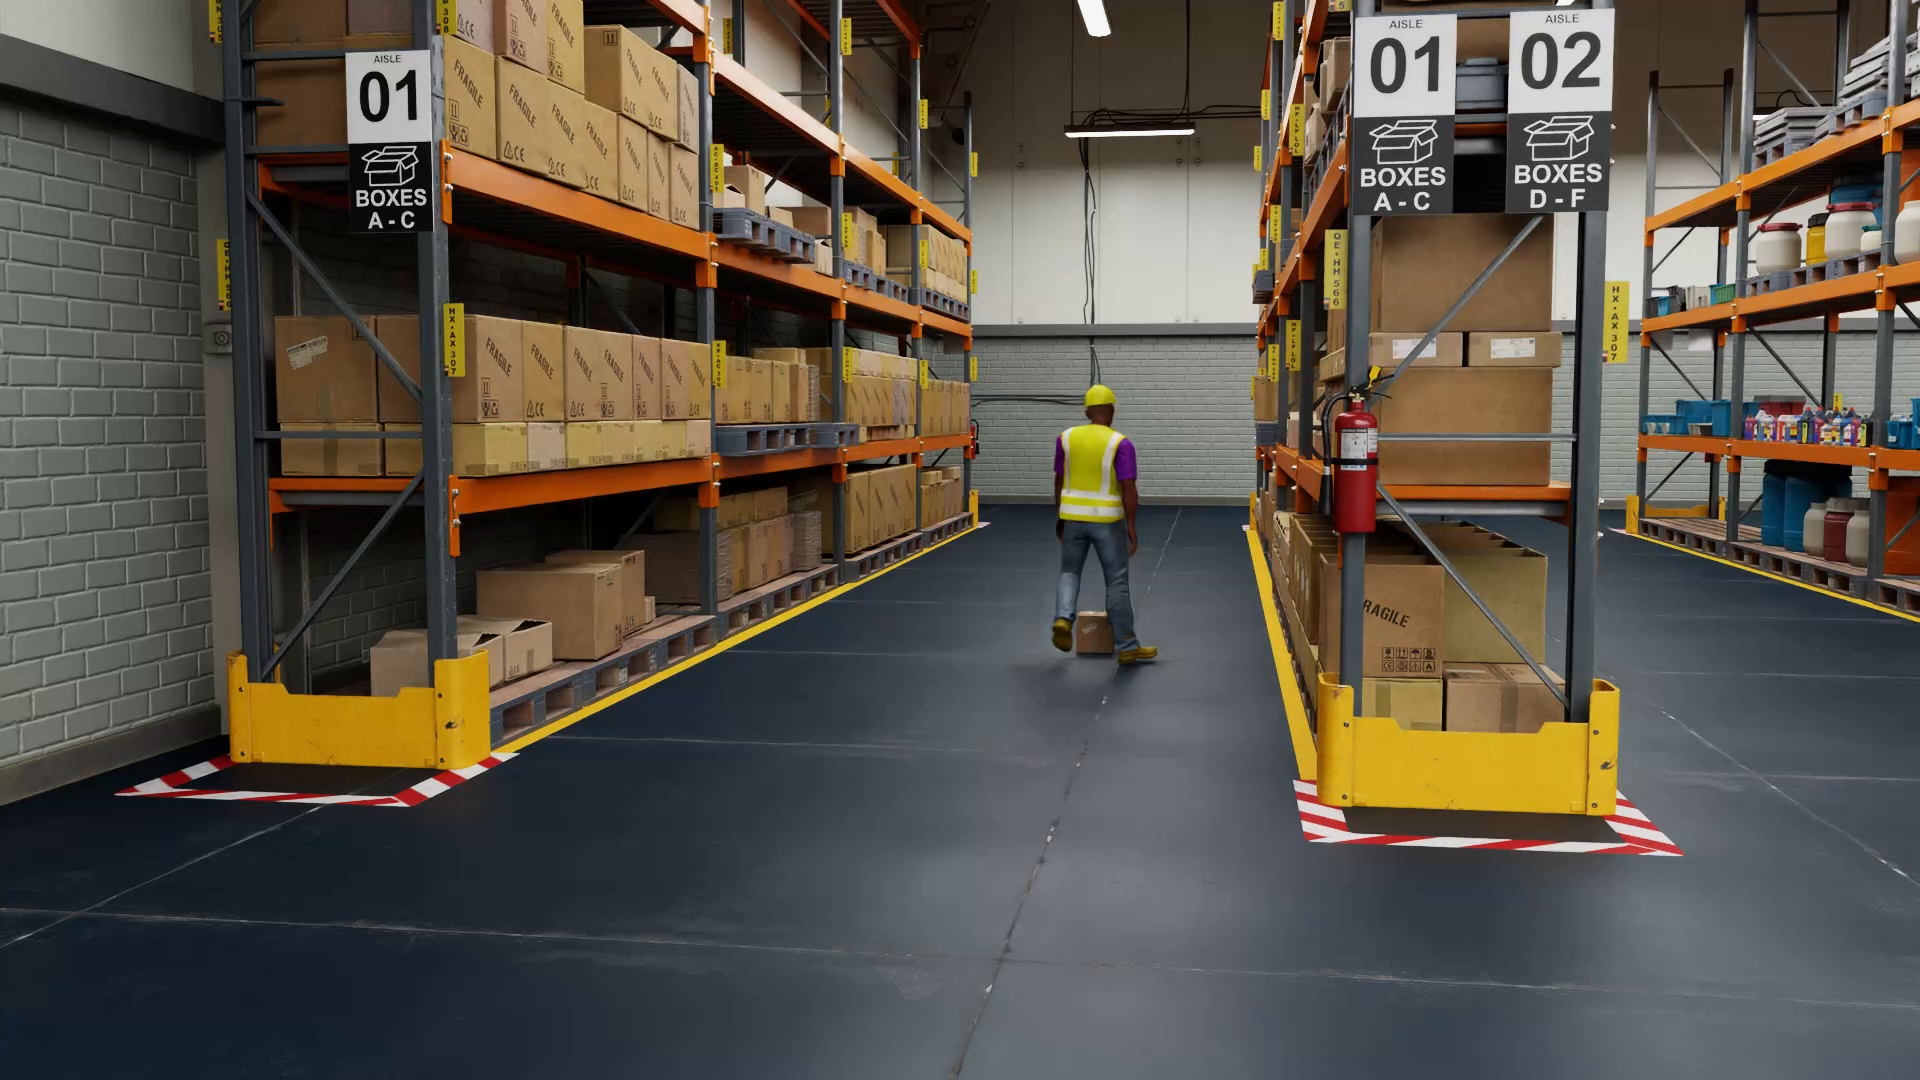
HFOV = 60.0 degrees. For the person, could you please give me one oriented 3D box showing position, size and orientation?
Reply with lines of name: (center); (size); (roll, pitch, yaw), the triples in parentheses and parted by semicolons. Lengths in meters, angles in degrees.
person: (0.875, -0.108, 10.636); (0.665, 1.765, 0.562); (2, 5, 29)
